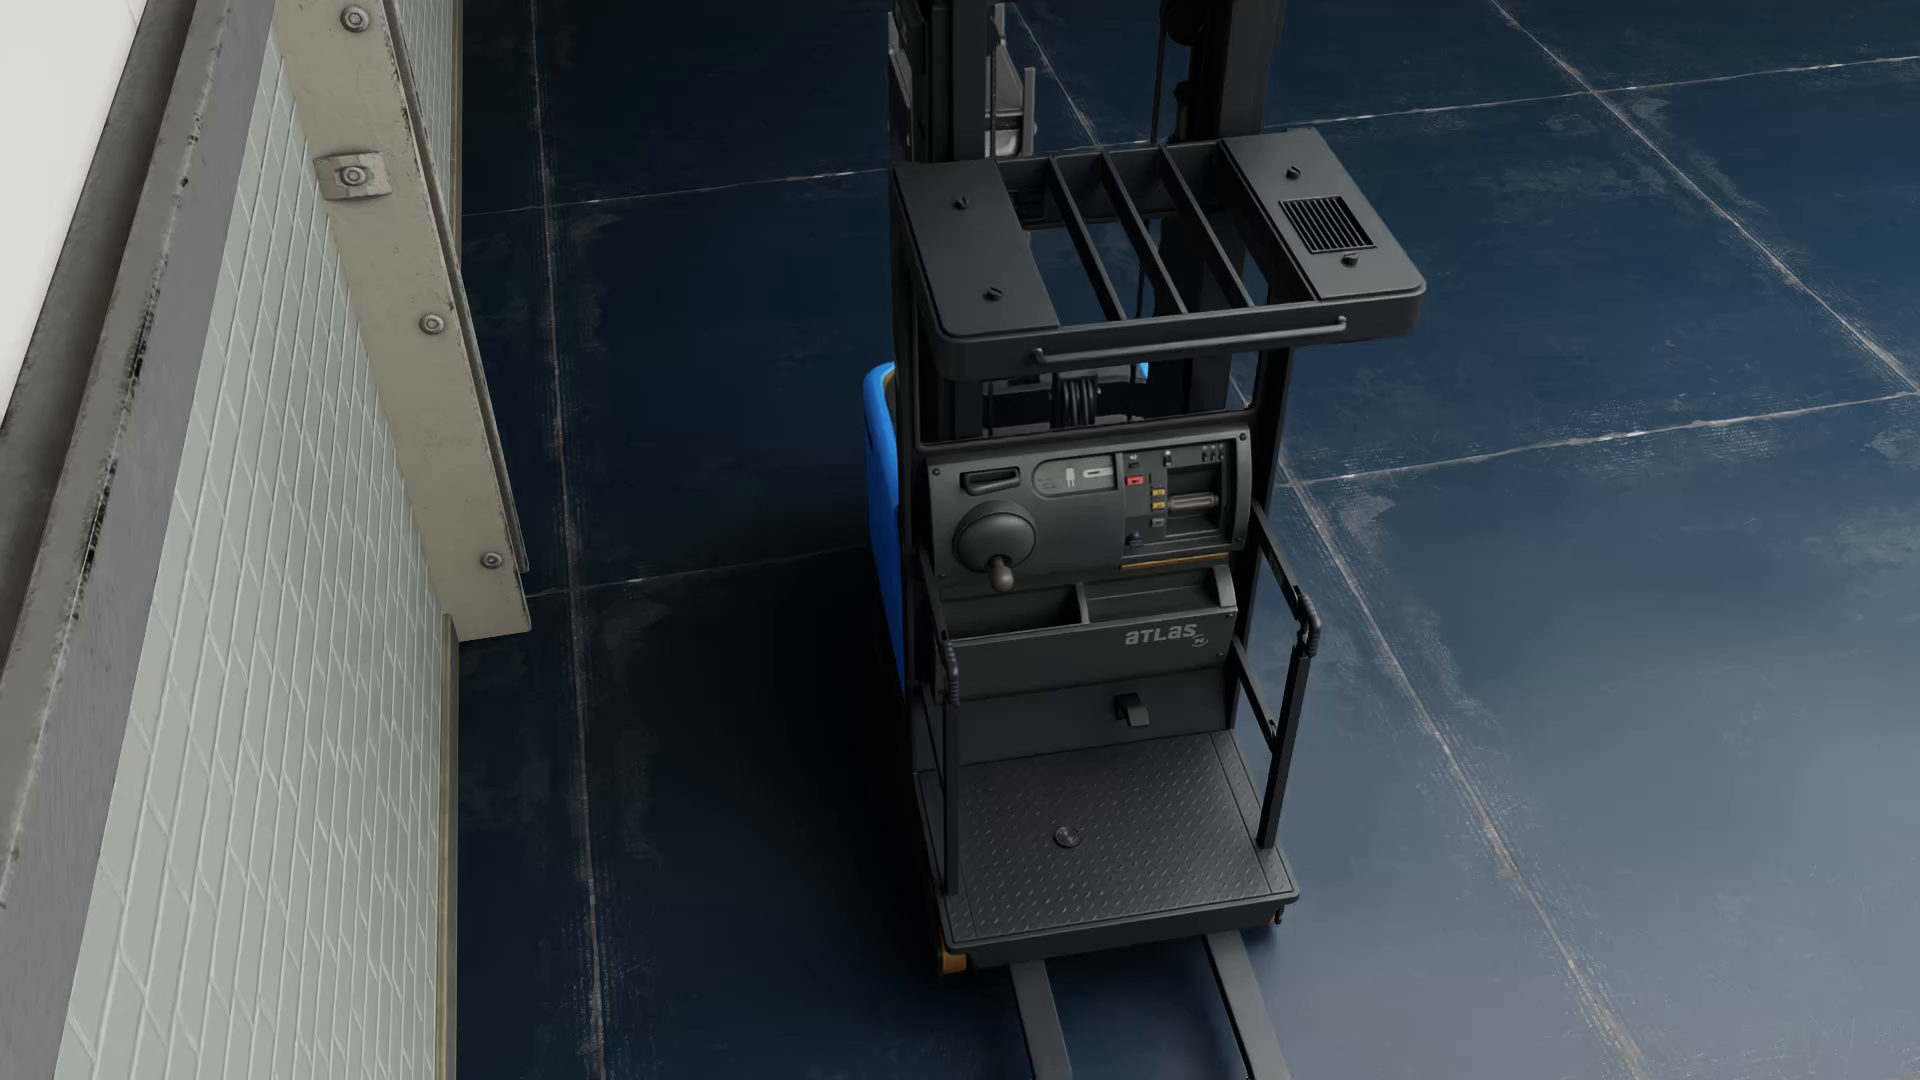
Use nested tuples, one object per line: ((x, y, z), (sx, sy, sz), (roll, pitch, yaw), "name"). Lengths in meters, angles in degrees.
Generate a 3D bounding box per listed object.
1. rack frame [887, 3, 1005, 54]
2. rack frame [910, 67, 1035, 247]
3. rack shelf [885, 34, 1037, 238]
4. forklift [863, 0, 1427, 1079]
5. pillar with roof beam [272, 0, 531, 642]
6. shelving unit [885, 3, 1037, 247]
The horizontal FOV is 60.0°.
((-0.046, -1.006, 6.302), (0.400, 2.100, 0.015), (-7, 42, -8), "rack frame")
((0.040, -0.688, 5.943), (0.400, 2.100, 0.015), (-7, 42, -8), "rack frame")
((-0.003, -1.360, 5.667), (0.431, 0.518, 0.480), (-7, 42, -8), "rack shelf")
((0.412, -0.007, 4.550), (1.130, 2.935, 3.031), (-7, 42, -8), "forklift")
((2.370, -3.742, 4.186), (9.100, 9.000, 0.400), (-8, 42, -9), "pillar with roof beam")
((-0.003, -0.847, 6.123), (0.431, 2.100, 0.503), (-7, 42, -8), "shelving unit")
